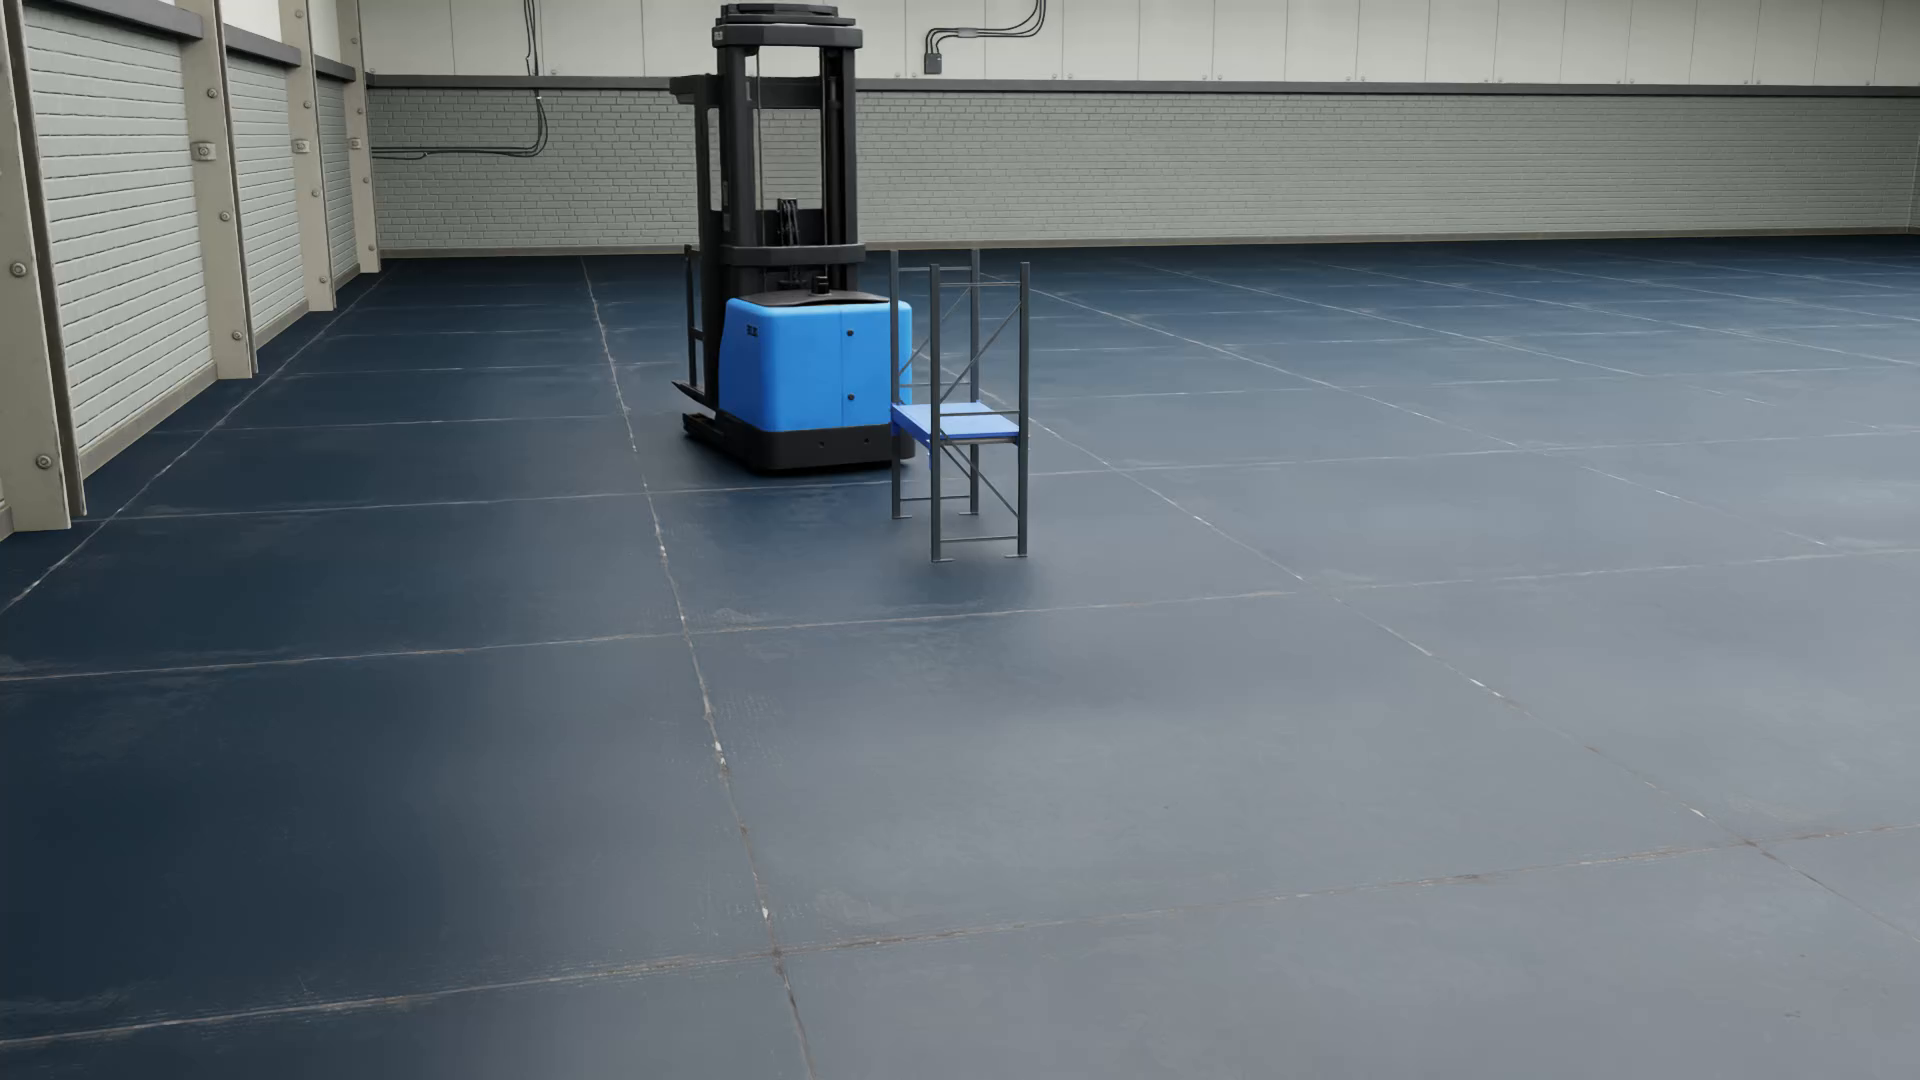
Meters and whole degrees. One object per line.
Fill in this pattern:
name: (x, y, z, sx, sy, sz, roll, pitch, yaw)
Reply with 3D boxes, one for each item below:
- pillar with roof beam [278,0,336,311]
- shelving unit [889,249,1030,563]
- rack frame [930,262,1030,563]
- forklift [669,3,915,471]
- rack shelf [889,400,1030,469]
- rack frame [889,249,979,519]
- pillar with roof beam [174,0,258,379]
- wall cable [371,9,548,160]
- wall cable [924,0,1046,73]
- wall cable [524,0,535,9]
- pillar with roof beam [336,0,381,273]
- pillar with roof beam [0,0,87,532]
pillar with roof beam: (-3.750, -7.478, 20.574, 9.100, 9.000, 0.400, -3, 14, -13)
shelving unit: (-0.020, -0.748, 8.830, 0.538, 1.500, 1.048, -3, 14, -13)
rack frame: (0.099, -0.631, 8.350, 0.500, 1.500, 0.032, -3, 14, -13)
forklift: (-1.350, -2.166, 11.616, 1.130, 2.935, 3.031, -6, 15, -23)
rack shelf: (-0.020, -0.574, 8.872, 0.538, 0.185, 1.000, -3, 14, -13)
rack frame: (-0.139, -0.866, 9.310, 0.500, 1.500, 0.032, -3, 14, -13)
pillar with roof beam: (-2.341, -6.094, 14.908, 9.100, 9.000, 0.400, -3, 14, -13)
wall cable: (-8.751, -7.867, 28.709, 3.097, 2.526, 0.112, -3, 14, -13)
wall cable: (0.481, -11.553, 30.088, 2.305, 6.003, 0.169, -3, 14, -13)
wall cable: (-6.121, -10.471, 28.727, 3.097, 2.526, 0.112, -3, 14, -13)
pillar with roof beam: (-5.160, -8.862, 26.240, 9.100, 9.000, 0.400, -3, 14, -13)
pillar with roof beam: (-0.932, -4.710, 9.243, 9.100, 9.000, 0.400, -3, 14, -13)
